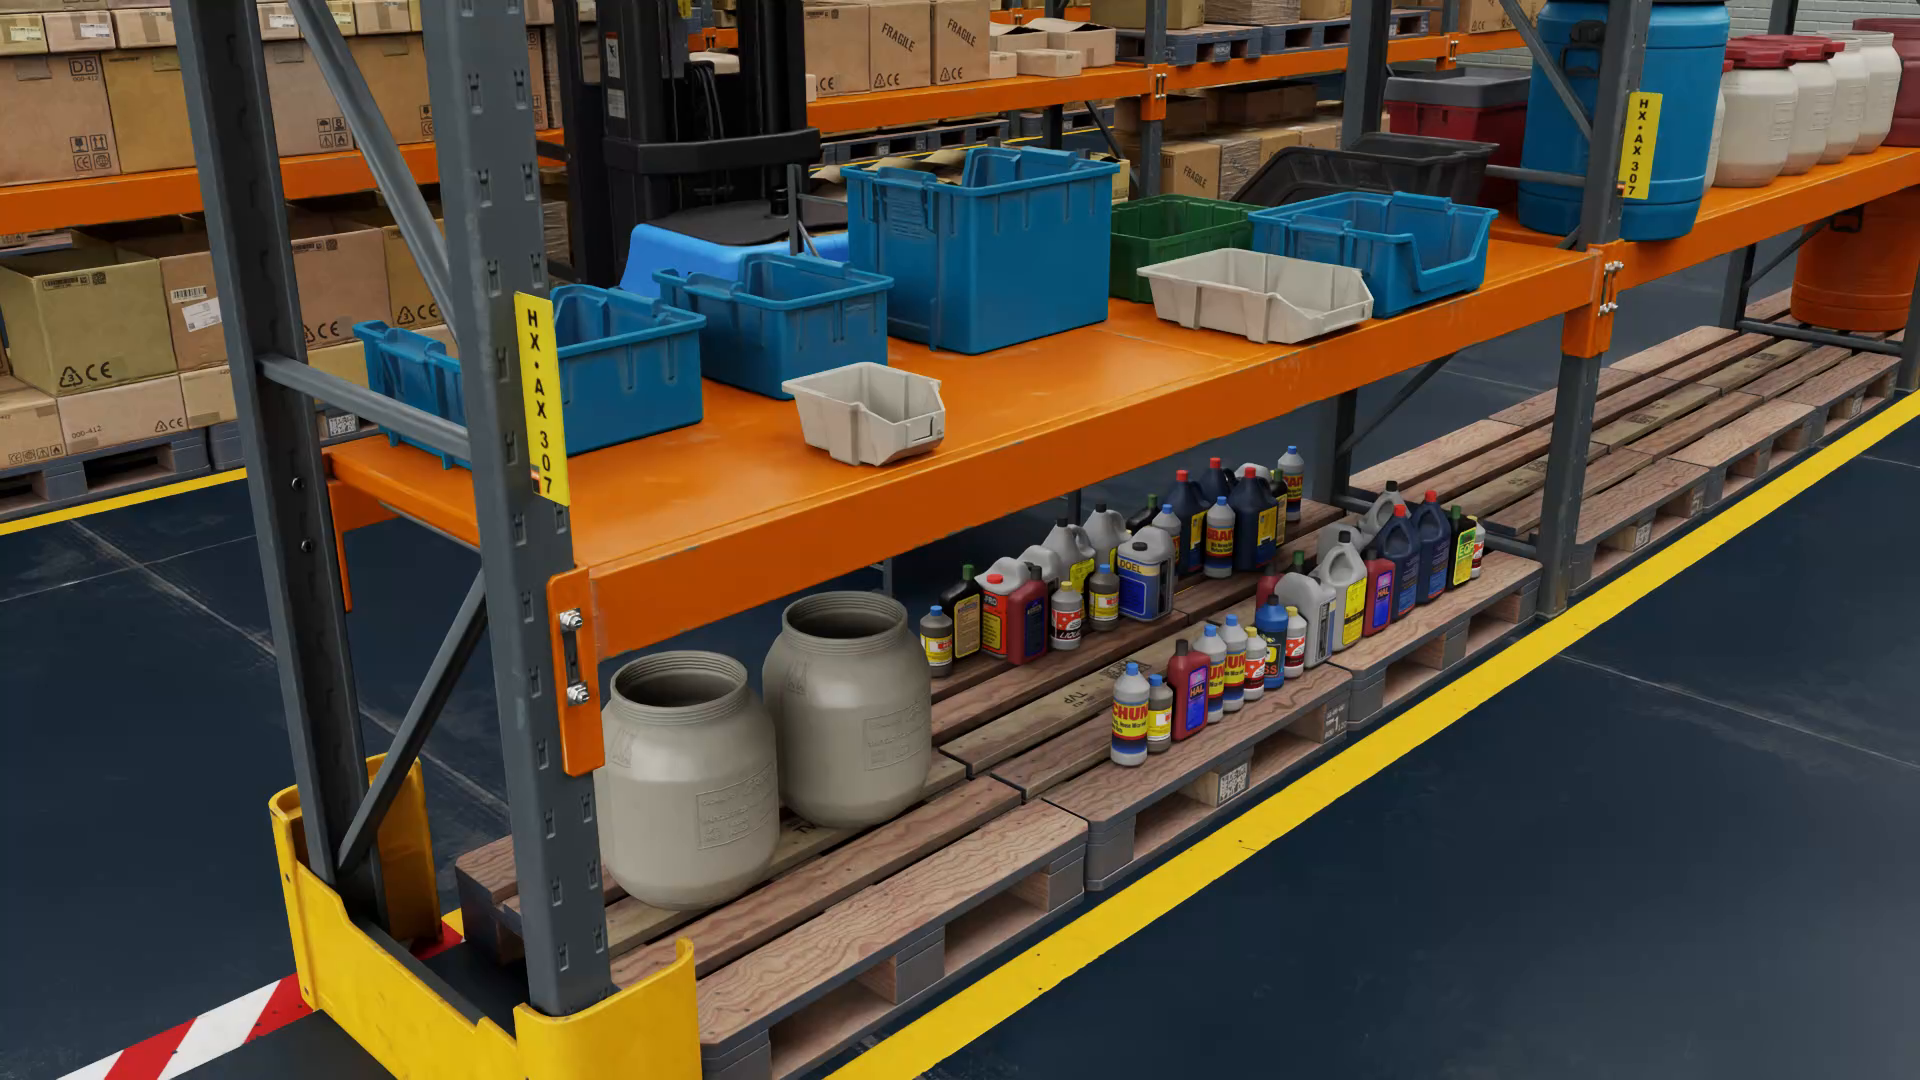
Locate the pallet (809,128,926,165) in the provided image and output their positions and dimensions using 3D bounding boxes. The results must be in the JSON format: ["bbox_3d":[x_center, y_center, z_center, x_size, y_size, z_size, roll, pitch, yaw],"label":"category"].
[{"bbox_3d":[-1.099,-3.956,16.573,1.003,0.211,1.213,19,28,41],"label":"pallet"}]

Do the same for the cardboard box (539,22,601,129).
[{"bbox_3d":[-2.098,-2.426,8.566,0.700,0.500,0.500,18,28,39],"label":"cardboard box"}]

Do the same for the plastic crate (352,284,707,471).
[{"bbox_3d":[-0.902,-0.360,3.538,0.499,0.251,0.616,19,28,41],"label":"plastic crate"}]

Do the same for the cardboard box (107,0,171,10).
[{"bbox_3d":[-3.497,-2.516,6.991,0.700,0.500,0.500,19,28,41],"label":"cardboard box"}]

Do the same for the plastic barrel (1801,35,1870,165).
[{"bbox_3d":[3.686,-1.908,7.203,0.421,0.512,0.421,0,21,0],"label":"plastic barrel"}]

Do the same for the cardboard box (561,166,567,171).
[{"bbox_3d":[-3.462,-3.499,14.368,0.700,0.500,0.500,19,28,41],"label":"cardboard box"}]

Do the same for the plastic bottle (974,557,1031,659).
[{"bbox_3d":[0.126,0.200,5.056,0.152,0.276,0.135,20,28,41],"label":"plastic bottle"}]

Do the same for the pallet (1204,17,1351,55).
[{"bbox_3d":[2.351,-3.935,12.898,1.003,0.211,1.213,19,28,41],"label":"pallet"}]

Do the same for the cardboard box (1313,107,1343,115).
[{"bbox_3d":[2.912,-3.387,14.076,0.500,0.500,0.500,-20,28,-41],"label":"cardboard box"}]

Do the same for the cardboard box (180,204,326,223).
[{"bbox_3d":[-3.385,-1.331,8.057,0.500,0.500,0.500,19,28,41],"label":"cardboard box"}]

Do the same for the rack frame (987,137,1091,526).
[{"bbox_3d":[0.295,-0.809,6.588,0.500,1.500,0.032,19,28,41],"label":"rack frame"}]

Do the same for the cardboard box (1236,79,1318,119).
[{"bbox_3d":[2.578,-3.620,13.636,0.500,0.250,0.500,19,28,41],"label":"cardboard box"}]

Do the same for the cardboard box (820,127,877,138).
[{"bbox_3d":[-1.331,-4.334,16.081,0.750,0.750,0.750,19,28,40],"label":"cardboard box"}]

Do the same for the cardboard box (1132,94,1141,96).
[{"bbox_3d":[1.911,-5.385,19.302,0.700,0.500,0.500,18,27,39],"label":"cardboard box"}]

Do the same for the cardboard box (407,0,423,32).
[{"bbox_3d":[-2.540,-2.460,7.750,0.380,0.149,0.250,19,28,40],"label":"cardboard box"}]

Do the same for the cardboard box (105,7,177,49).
[{"bbox_3d":[-3.436,-2.129,6.889,0.380,0.149,0.250,18,27,39],"label":"cardboard box"}]

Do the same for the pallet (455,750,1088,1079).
[{"bbox_3d":[-0.447,0.837,4.103,1.003,0.211,1.213,19,28,41],"label":"pallet"}]

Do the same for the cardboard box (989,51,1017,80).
[{"bbox_3d":[0.148,-3.064,10.715,0.250,0.149,0.380,-18,27,-38],"label":"cardboard box"}]

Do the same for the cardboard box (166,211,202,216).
[{"bbox_3d":[-5.696,-2.472,12.160,0.380,0.166,0.250,15,26,34],"label":"cardboard box"}]

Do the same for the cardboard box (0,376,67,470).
[{"bbox_3d":[-4.050,-0.461,6.841,0.500,0.250,0.500,19,28,41],"label":"cardboard box"}]

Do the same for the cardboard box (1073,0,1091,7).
[{"bbox_3d":[1.140,-6.252,18.241,0.980,0.700,0.700,18,28,39],"label":"cardboard box"}]

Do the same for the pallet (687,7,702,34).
[{"bbox_3d":[-2.975,-4.463,14.271,1.213,0.211,1.003,19,28,41],"label":"pallet"}]

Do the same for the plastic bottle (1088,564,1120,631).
[{"bbox_3d":[0.452,0.175,5.226,0.097,0.201,0.097,0,21,0],"label":"plastic bottle"}]

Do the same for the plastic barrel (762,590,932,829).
[{"bbox_3d":[-0.283,0.422,4.178,0.421,0.512,0.421,0,21,0],"label":"plastic barrel"}]

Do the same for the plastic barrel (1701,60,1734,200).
[{"bbox_3d":[2.578,-1.509,6.129,0.433,0.535,0.433,0,21,0],"label":"plastic barrel"}]

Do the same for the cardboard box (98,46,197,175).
[{"bbox_3d":[-3.535,-1.893,7.178,0.700,0.500,0.500,19,28,41],"label":"cardboard box"}]

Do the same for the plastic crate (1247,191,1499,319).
[{"bbox_3d":[1.176,-0.832,4.766,0.499,0.251,0.616,19,28,41],"label":"plastic crate"}]

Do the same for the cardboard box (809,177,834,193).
[{"bbox_3d":[-1.007,-2.108,10.344,0.500,0.311,0.500,19,28,40],"label":"cardboard box"}]

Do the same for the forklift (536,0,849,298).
[{"bbox_3d":[-1.451,-2.023,7.752,1.130,2.935,3.031,-16,26,-36],"label":"forklift"}]

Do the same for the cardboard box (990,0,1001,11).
[{"bbox_3d":[0.203,-5.524,17.089,0.380,0.149,0.250,20,28,41],"label":"cardboard box"}]

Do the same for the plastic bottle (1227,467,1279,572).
[{"bbox_3d":[0.997,-0.083,5.690,0.144,0.351,0.185,19,28,41],"label":"plastic bottle"}]

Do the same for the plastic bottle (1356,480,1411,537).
[{"bbox_3d":[1.408,-0.021,5.529,0.144,0.351,0.185,19,28,41],"label":"plastic bottle"}]

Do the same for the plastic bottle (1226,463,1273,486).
[{"bbox_3d":[1.011,-0.126,5.905,0.135,0.276,0.152,-19,28,-40],"label":"plastic bottle"}]

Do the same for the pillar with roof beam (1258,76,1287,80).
[{"bbox_3d":[7.375,-9.452,18.623,9.100,9.000,0.400,19,28,41],"label":"pillar with roof beam"}]

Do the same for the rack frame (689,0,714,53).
[{"bbox_3d":[-2.554,-4.762,14.783,1.000,3.000,0.127,19,28,41],"label":"rack frame"}]

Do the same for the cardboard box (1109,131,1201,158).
[{"bbox_3d":[1.482,-2.861,12.708,0.500,0.500,0.500,-19,28,-40],"label":"cardboard box"}]

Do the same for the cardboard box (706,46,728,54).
[{"bbox_3d":[-1.311,-2.704,9.616,0.396,0.266,0.258,18,28,39],"label":"cardboard box"}]

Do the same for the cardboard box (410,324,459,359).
[{"bbox_3d":[-2.654,-0.975,8.178,0.500,0.250,0.500,19,28,41],"label":"cardboard box"}]

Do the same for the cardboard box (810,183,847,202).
[{"bbox_3d":[-0.613,-1.974,9.994,0.500,0.311,0.500,18,27,39],"label":"cardboard box"}]

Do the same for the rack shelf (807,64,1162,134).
[{"bbox_3d":[-0.397,-2.673,10.351,1.077,0.370,4.000,19,28,41],"label":"rack shelf"}]

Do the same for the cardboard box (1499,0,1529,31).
[{"bbox_3d":[4.694,-4.793,14.725,0.500,0.500,0.500,-20,28,-41],"label":"cardboard box"}]

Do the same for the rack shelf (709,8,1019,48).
[{"bbox_3d":[-1.159,-4.940,16.250,1.077,0.370,4.000,19,28,41],"label":"rack shelf"}]

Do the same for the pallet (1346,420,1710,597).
[{"bbox_3d":[2.274,-0.164,6.707,1.003,0.211,1.213,19,28,41],"label":"pallet"}]

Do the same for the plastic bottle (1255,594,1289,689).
[{"bbox_3d":[0.902,0.288,4.833,0.097,0.271,0.097,0,21,0],"label":"plastic bottle"}]

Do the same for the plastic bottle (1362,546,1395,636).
[{"bbox_3d":[1.293,0.148,5.182,0.133,0.283,0.061,-18,27,-39],"label":"plastic bottle"}]

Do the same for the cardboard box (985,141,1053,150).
[{"bbox_3d":[0.422,-2.636,11.718,0.500,0.311,0.500,-19,28,-40],"label":"cardboard box"}]

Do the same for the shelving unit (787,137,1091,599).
[{"bbox_3d":[-0.059,-0.678,6.248,0.538,1.500,1.048,19,28,41],"label":"shelving unit"}]

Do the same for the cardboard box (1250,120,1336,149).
[{"bbox_3d":[2.595,-3.006,13.086,0.500,0.500,0.500,18,27,39],"label":"cardboard box"}]

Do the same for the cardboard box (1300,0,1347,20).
[{"bbox_3d":[2.600,-4.324,12.920,0.700,0.500,0.500,12,24,27],"label":"cardboard box"}]

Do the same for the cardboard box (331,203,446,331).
[{"bbox_3d":[-2.663,-1.328,8.052,0.500,0.500,0.500,19,28,41],"label":"cardboard box"}]

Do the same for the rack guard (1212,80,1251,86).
[{"bbox_3d":[3.043,-5.658,20.598,1.175,0.500,0.348,19,28,41],"label":"rack guard"}]

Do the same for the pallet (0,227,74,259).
[{"bbox_3d":[-6.639,-1.936,11.316,1.003,0.211,1.213,19,28,41],"label":"pallet"}]

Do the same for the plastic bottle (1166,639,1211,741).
[{"bbox_3d":[0.622,0.395,4.539,0.133,0.283,0.061,-20,28,-41],"label":"plastic bottle"}]

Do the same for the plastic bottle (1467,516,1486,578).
[{"bbox_3d":[1.724,0.018,5.634,0.097,0.201,0.097,0,21,0],"label":"plastic bottle"}]

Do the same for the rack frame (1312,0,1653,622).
[{"bbox_3d":[1.754,-1.254,5.657,1.000,3.000,0.127,19,28,41],"label":"rack frame"}]

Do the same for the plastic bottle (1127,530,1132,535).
[{"bbox_3d":[0.547,0.066,5.510,0.097,0.201,0.097,0,21,0],"label":"plastic bottle"}]

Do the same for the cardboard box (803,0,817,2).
[{"bbox_3d":[-1.660,-5.150,15.210,0.500,0.500,0.500,-19,28,-40],"label":"cardboard box"}]
